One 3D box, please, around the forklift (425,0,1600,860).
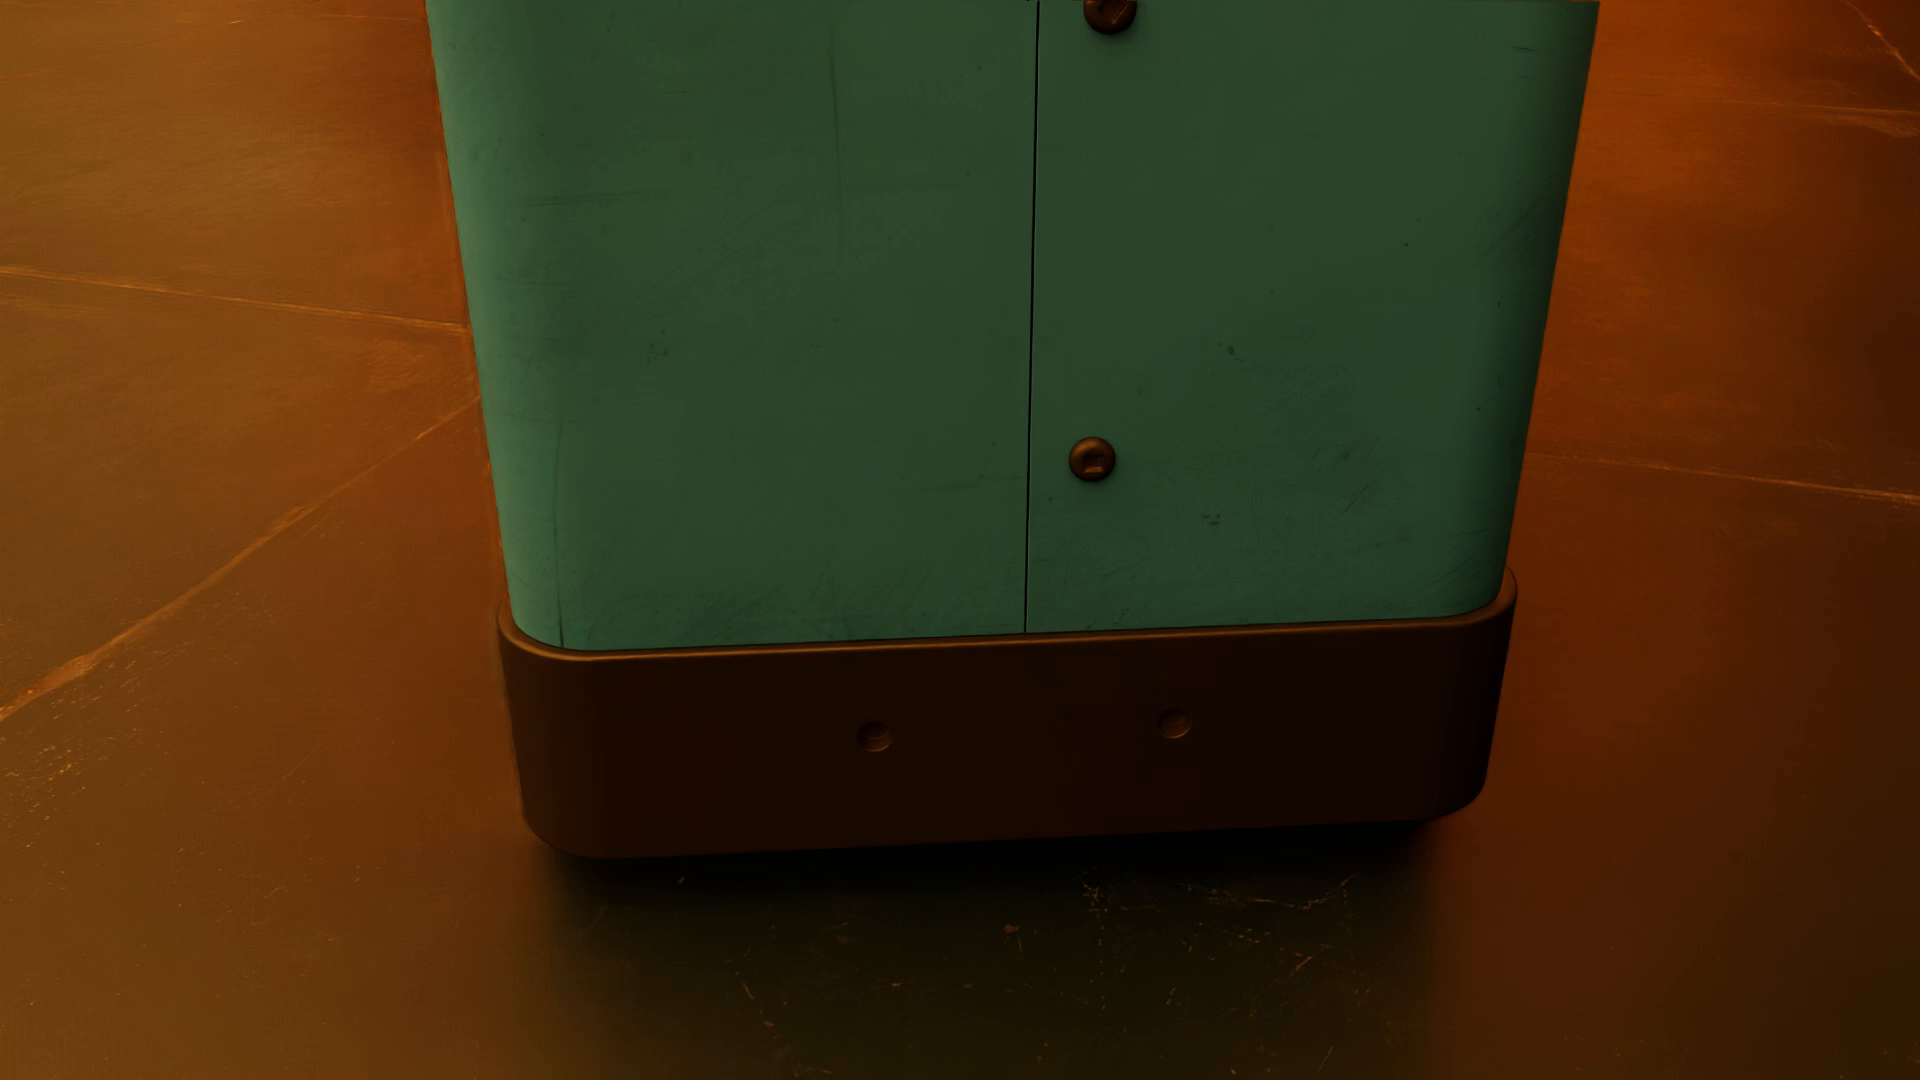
[{"bbox_3d":[-0.054,-1.615,2.441,1.130,2.935,3.031,-2,27,-4],"label":"forklift"}]
